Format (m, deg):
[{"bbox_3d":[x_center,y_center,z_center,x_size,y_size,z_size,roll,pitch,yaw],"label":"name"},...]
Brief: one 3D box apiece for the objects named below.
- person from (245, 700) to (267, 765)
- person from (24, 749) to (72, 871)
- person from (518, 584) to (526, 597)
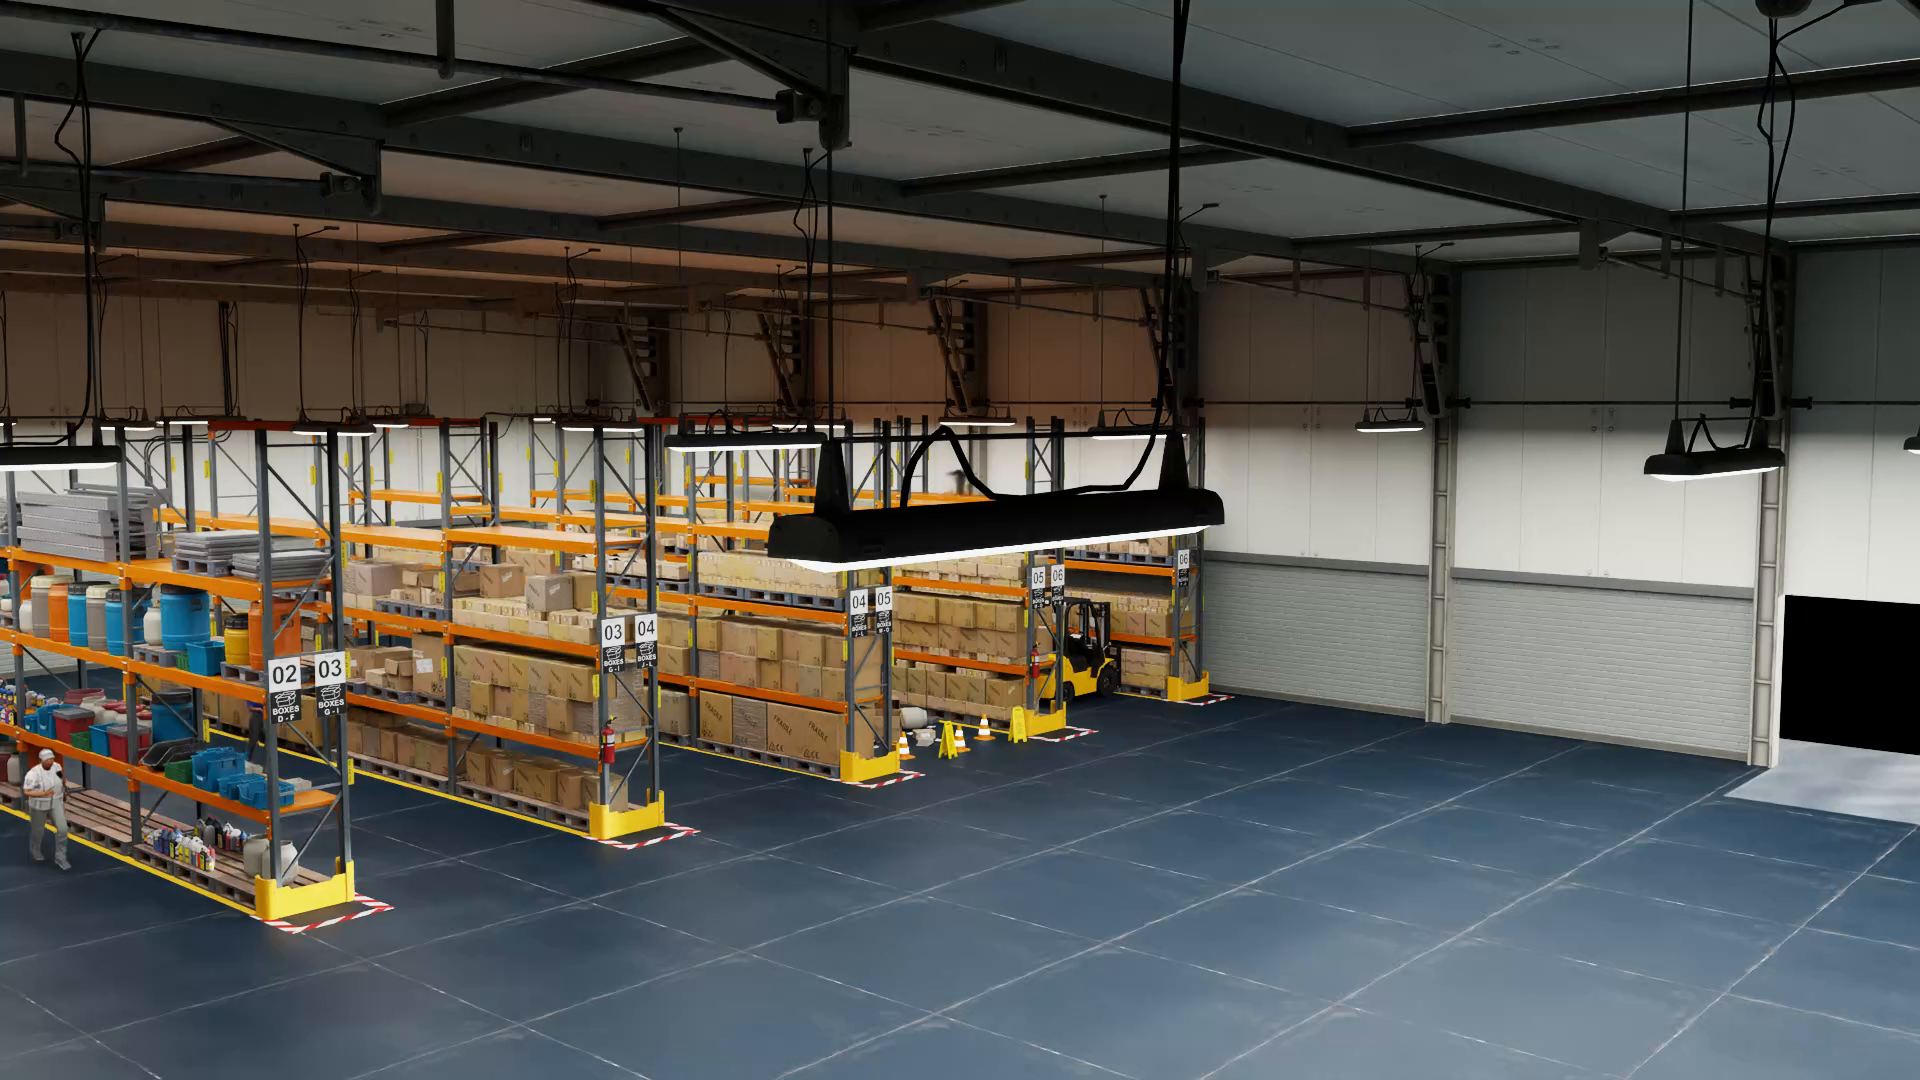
[{"bbox_3d":[-11.992,3.139,28.484,0.848,1.715,0.519,4,6,39],"label":"person"},{"bbox_3d":[-12.445,3.639,22.623,0.940,1.660,0.604,5,7,44],"label":"person"},{"bbox_3d":[-11.935,1.678,45.432,0.697,1.791,0.755,1,5,17],"label":"person"}]
